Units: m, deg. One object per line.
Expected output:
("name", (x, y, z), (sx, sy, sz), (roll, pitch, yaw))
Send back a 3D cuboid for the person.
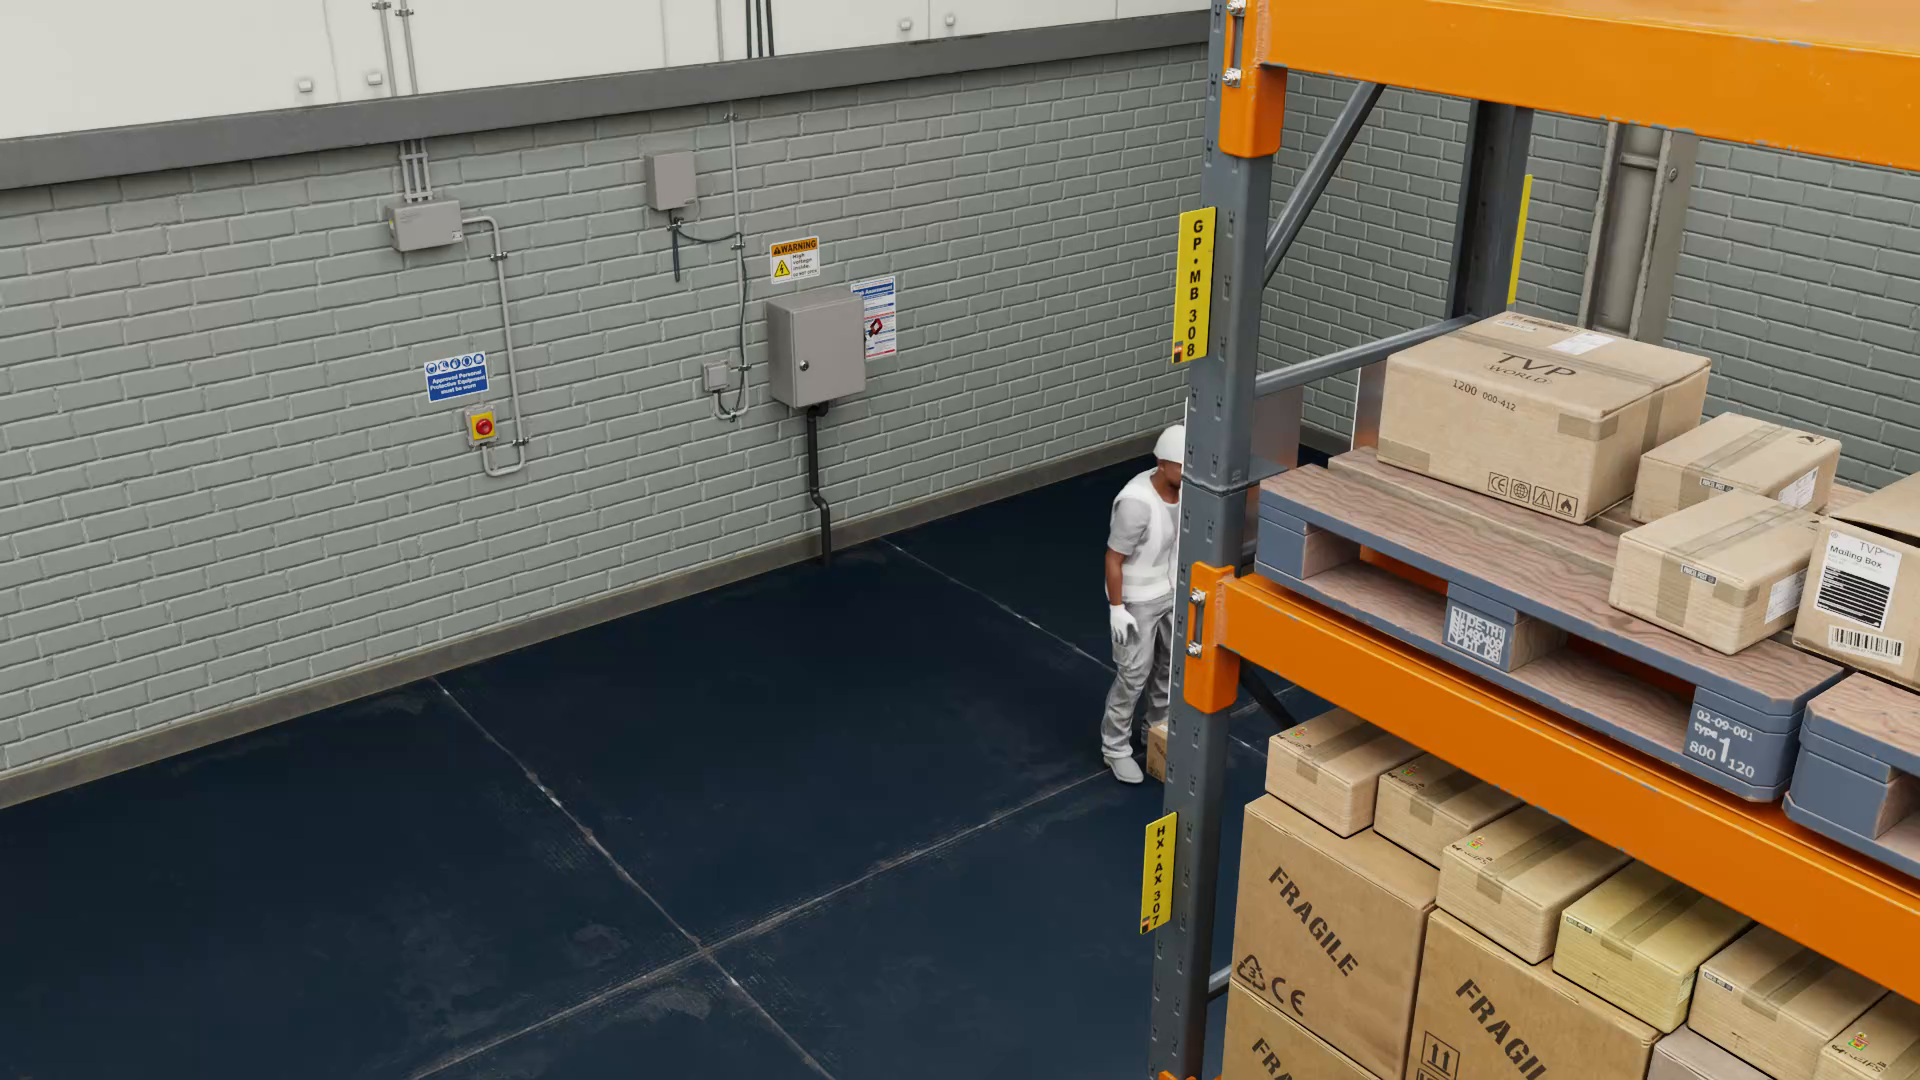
("person", (0.941, 0.278, 7.983), (0.615, 1.772, 0.452), (-20, 31, -36))
